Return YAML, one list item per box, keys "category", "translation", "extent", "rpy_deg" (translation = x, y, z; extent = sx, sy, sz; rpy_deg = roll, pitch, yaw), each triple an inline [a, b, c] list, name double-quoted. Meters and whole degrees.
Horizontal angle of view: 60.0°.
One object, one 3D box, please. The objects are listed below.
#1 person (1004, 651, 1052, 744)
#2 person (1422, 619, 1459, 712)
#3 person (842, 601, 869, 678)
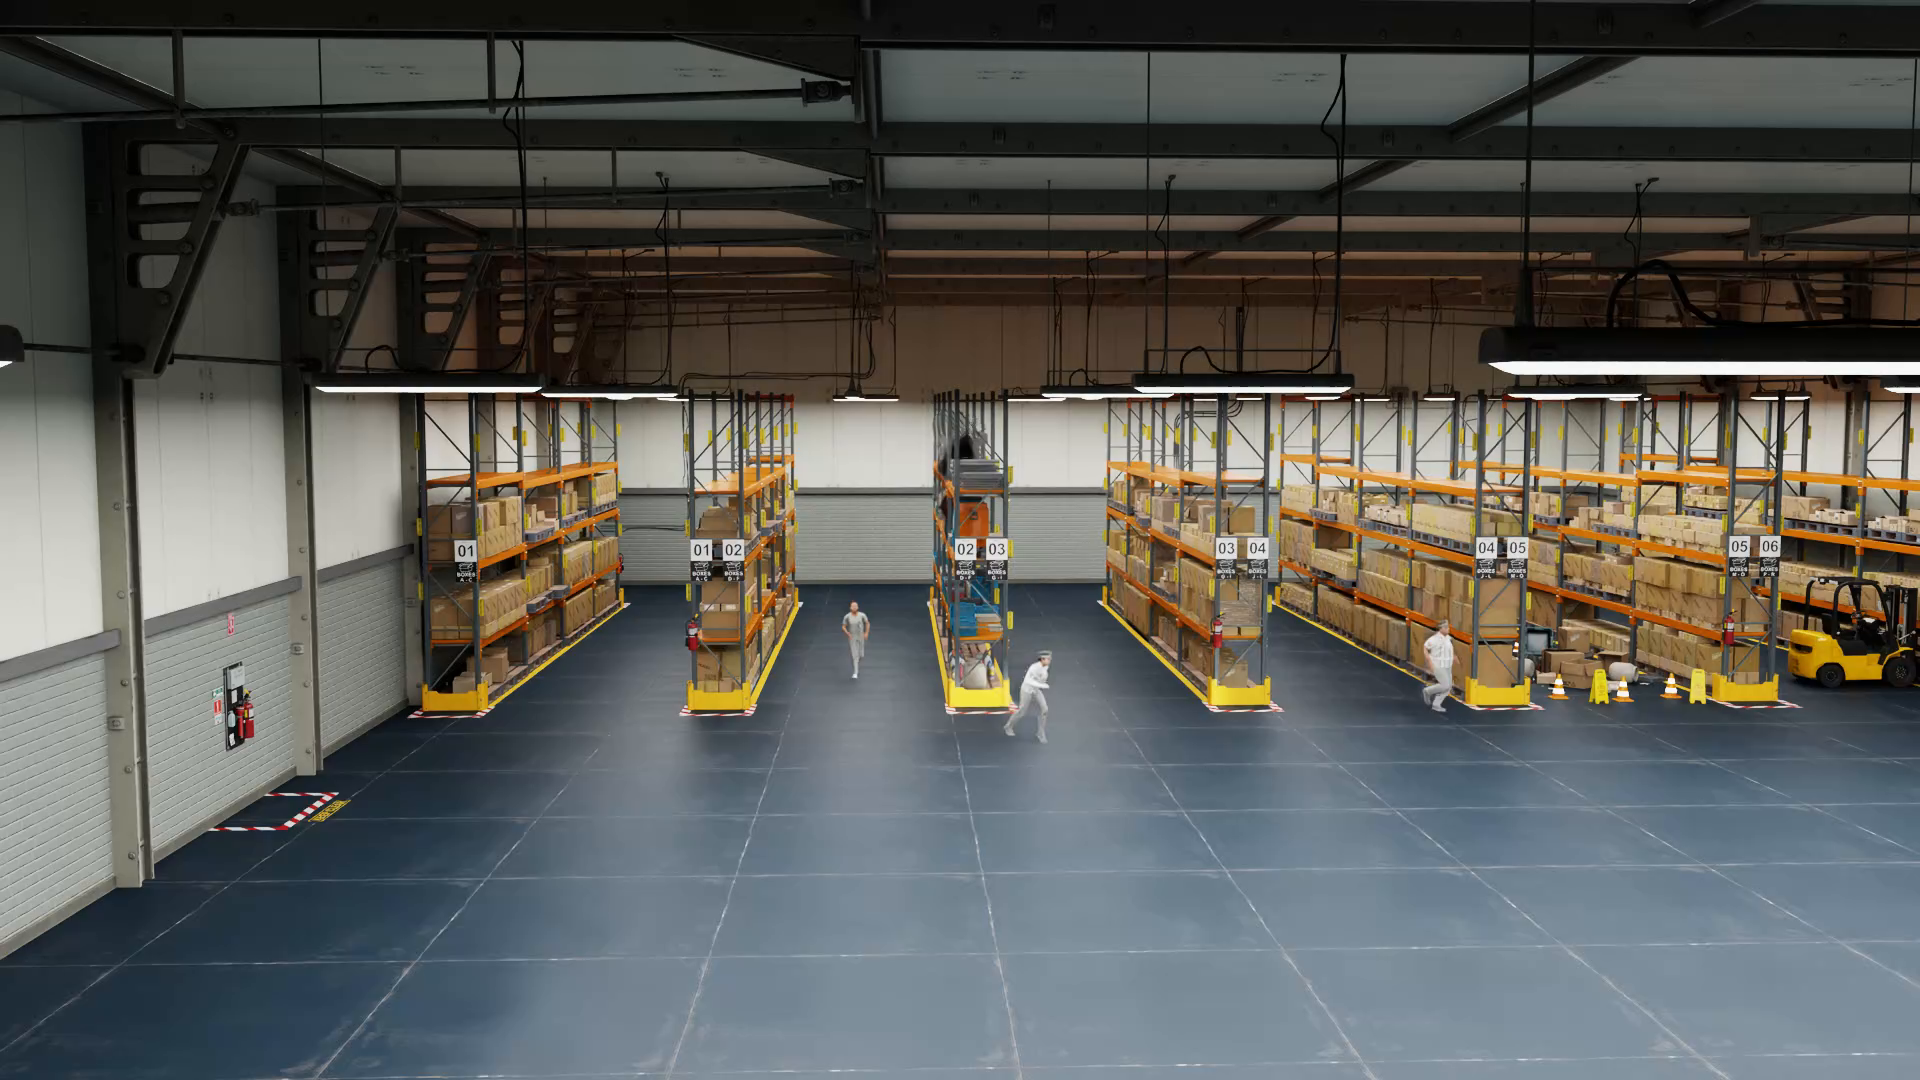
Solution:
- category: "person"
  translation: [1.169, 2.656, 28.317]
  extent: [0.957, 1.619, 0.657]
  rpy_deg: [3, 6, 37]
- category: "person"
  translation: [8.995, 2.339, 31.007]
  extent: [0.659, 1.740, 0.617]
  rpy_deg: [-4, 6, -40]
- category: "person"
  translation: [-2.183, 2.075, 34.836]
  extent: [0.578, 1.633, 0.638]
  rpy_deg: [-1, 5, -8]
